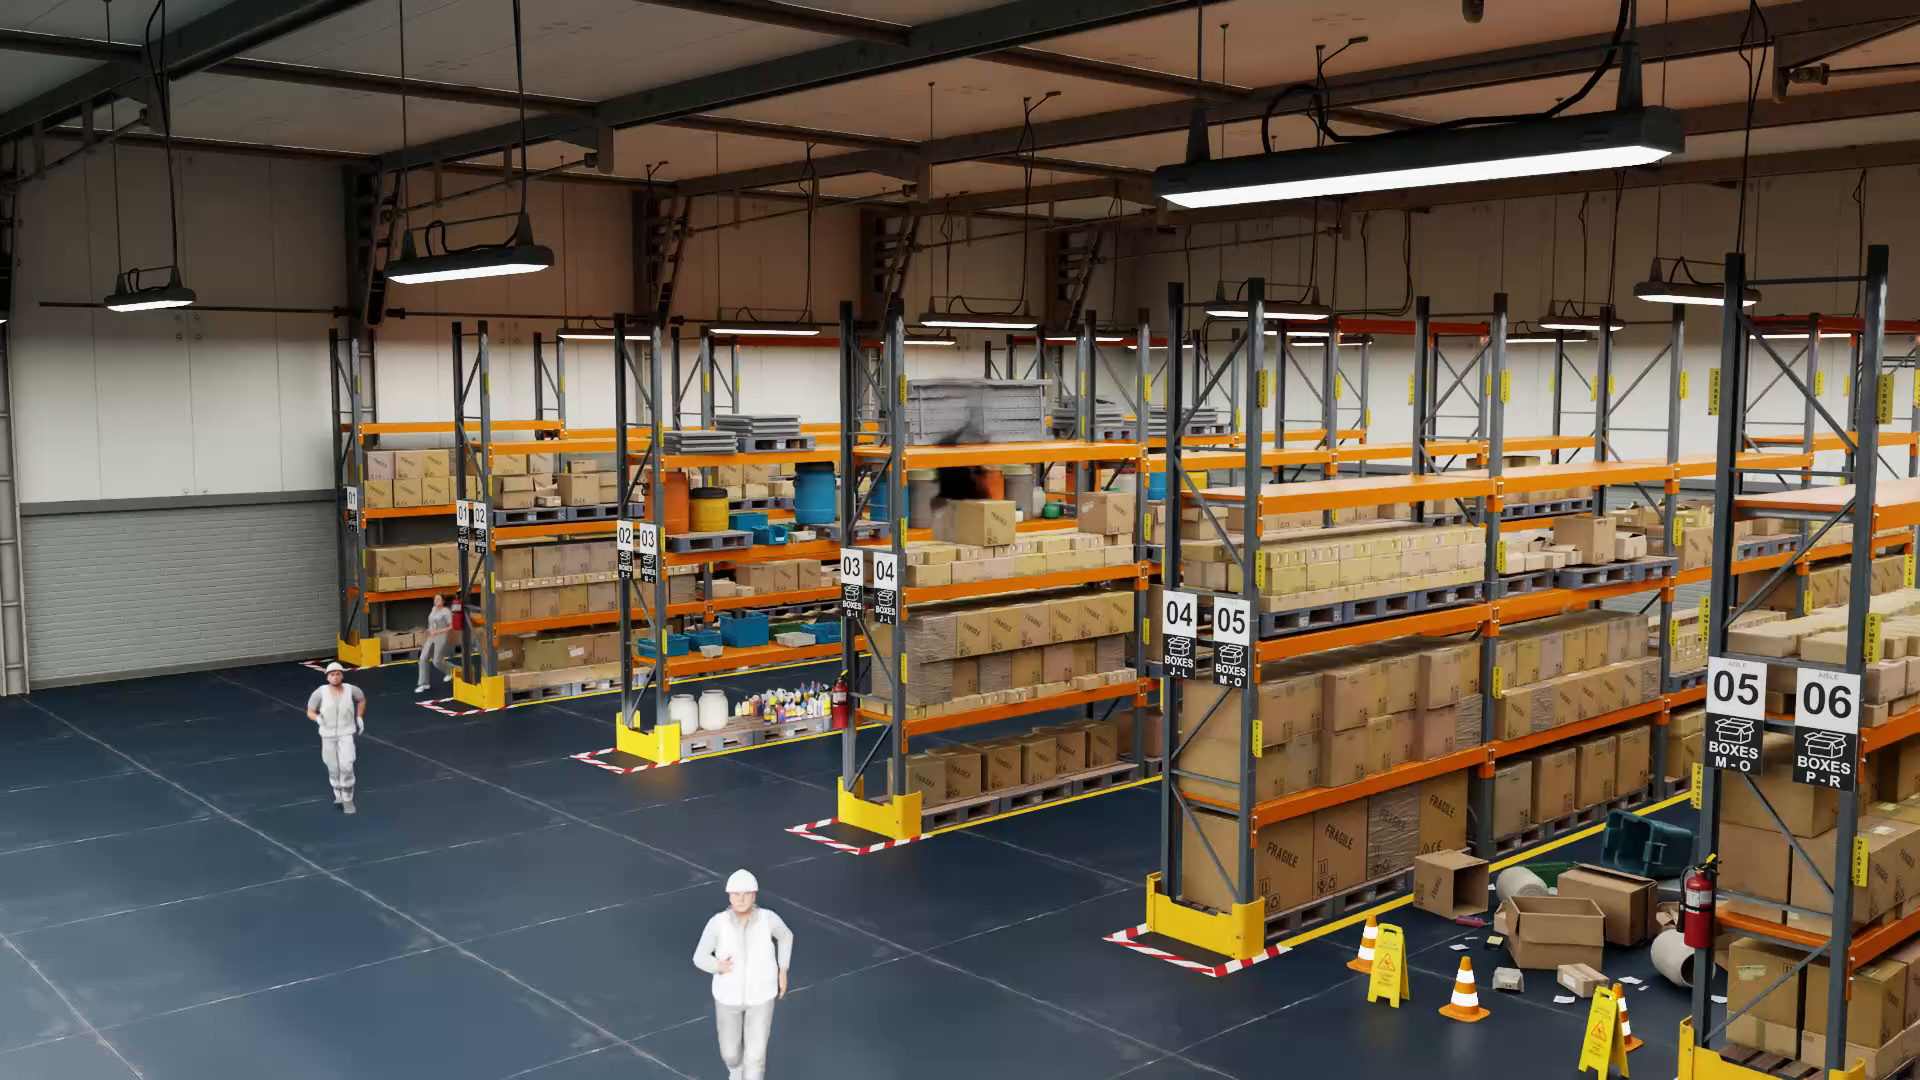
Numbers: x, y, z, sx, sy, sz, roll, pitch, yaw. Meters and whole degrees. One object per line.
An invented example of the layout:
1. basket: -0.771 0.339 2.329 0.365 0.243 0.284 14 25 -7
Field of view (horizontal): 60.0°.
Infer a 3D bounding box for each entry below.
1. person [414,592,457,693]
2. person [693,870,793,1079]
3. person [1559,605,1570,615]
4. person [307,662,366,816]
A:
1. person: -8.527 1.665 27.350 0.601 1.660 0.847 3 6 29
2. person: -1.488 3.131 11.448 0.676 1.766 0.931 0 6 -5
3. person: 9.272 1.803 25.672 0.602 1.598 0.972 5 8 43
4. person: -7.369 2.348 19.659 0.635 1.825 0.749 -2 6 -16
